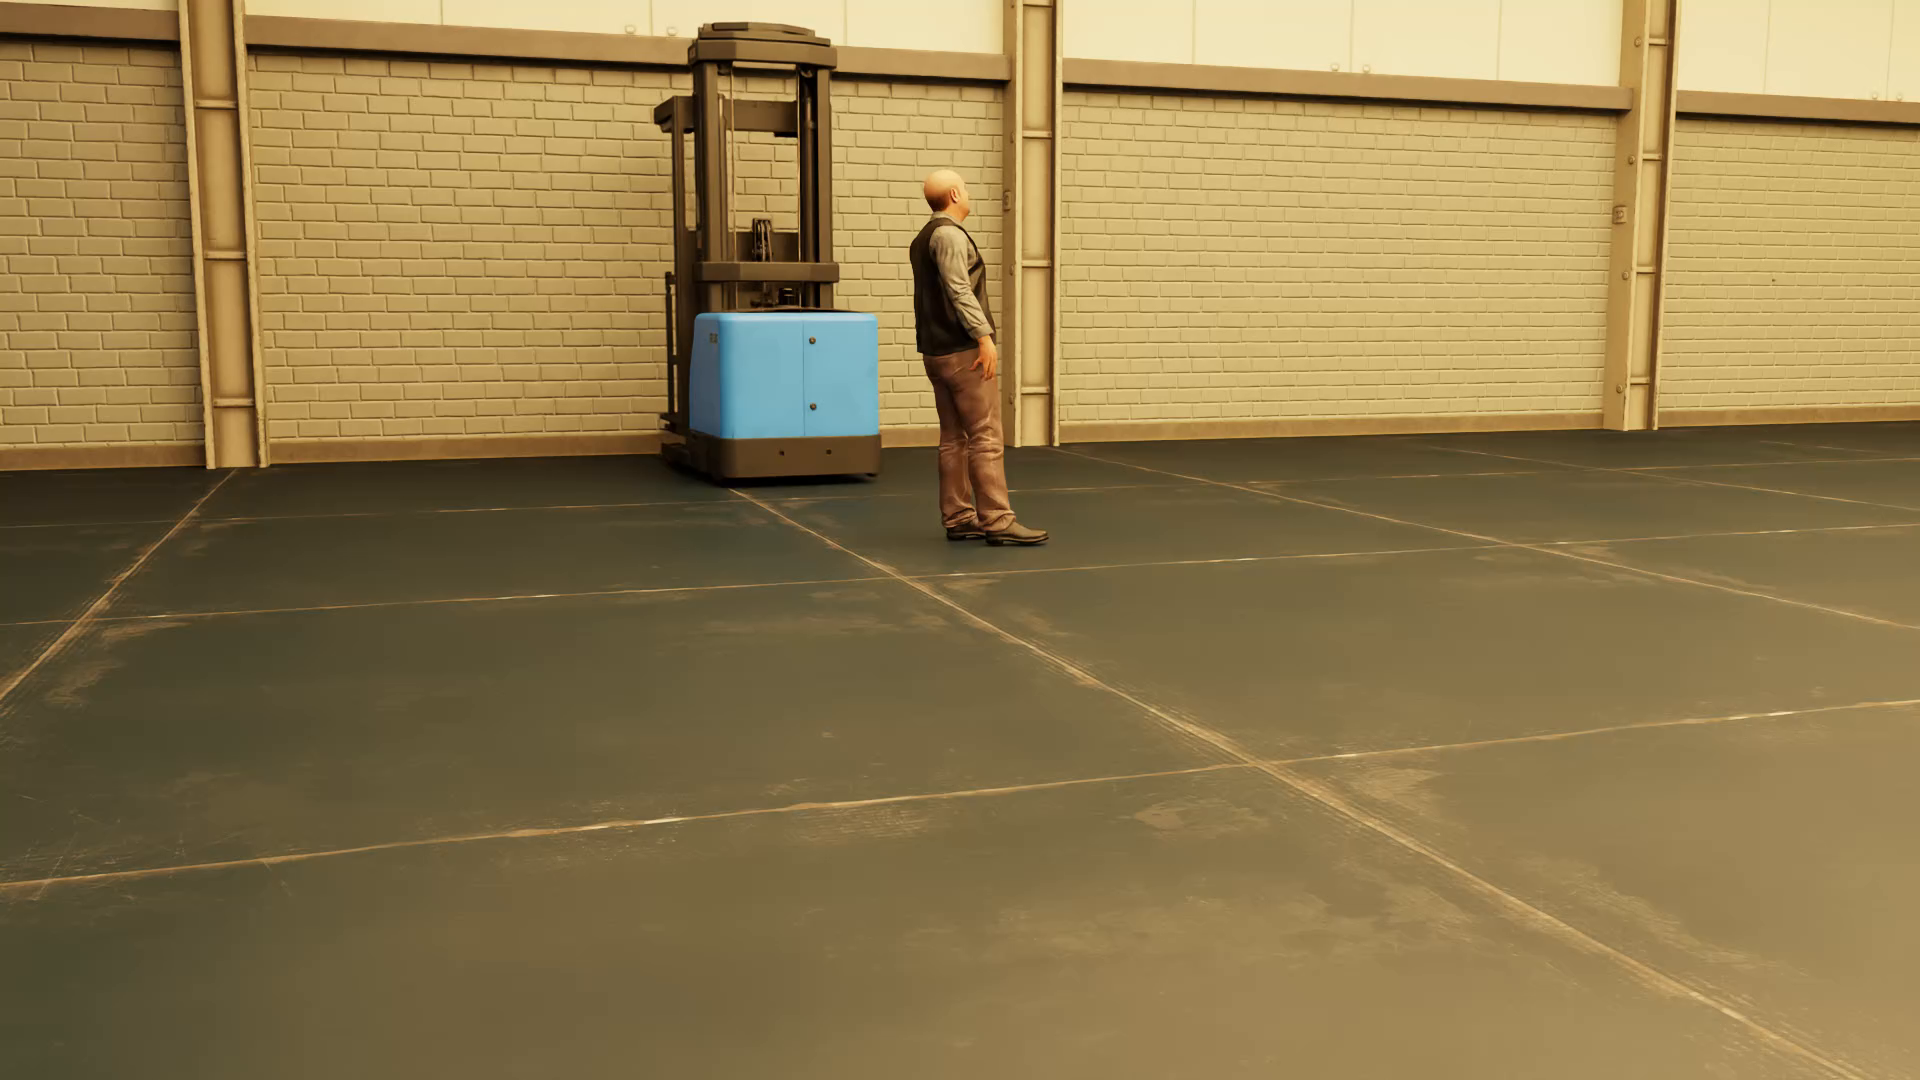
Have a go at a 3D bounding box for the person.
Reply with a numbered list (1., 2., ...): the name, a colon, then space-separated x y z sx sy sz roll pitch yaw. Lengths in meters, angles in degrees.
1. person: 0.062 -0.862 7.820 0.566 1.722 0.633 -3 8 -18

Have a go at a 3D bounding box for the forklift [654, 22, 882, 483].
1. forklift: -1.487 -1.973 11.553 1.130 2.935 3.031 -3 8 -20
